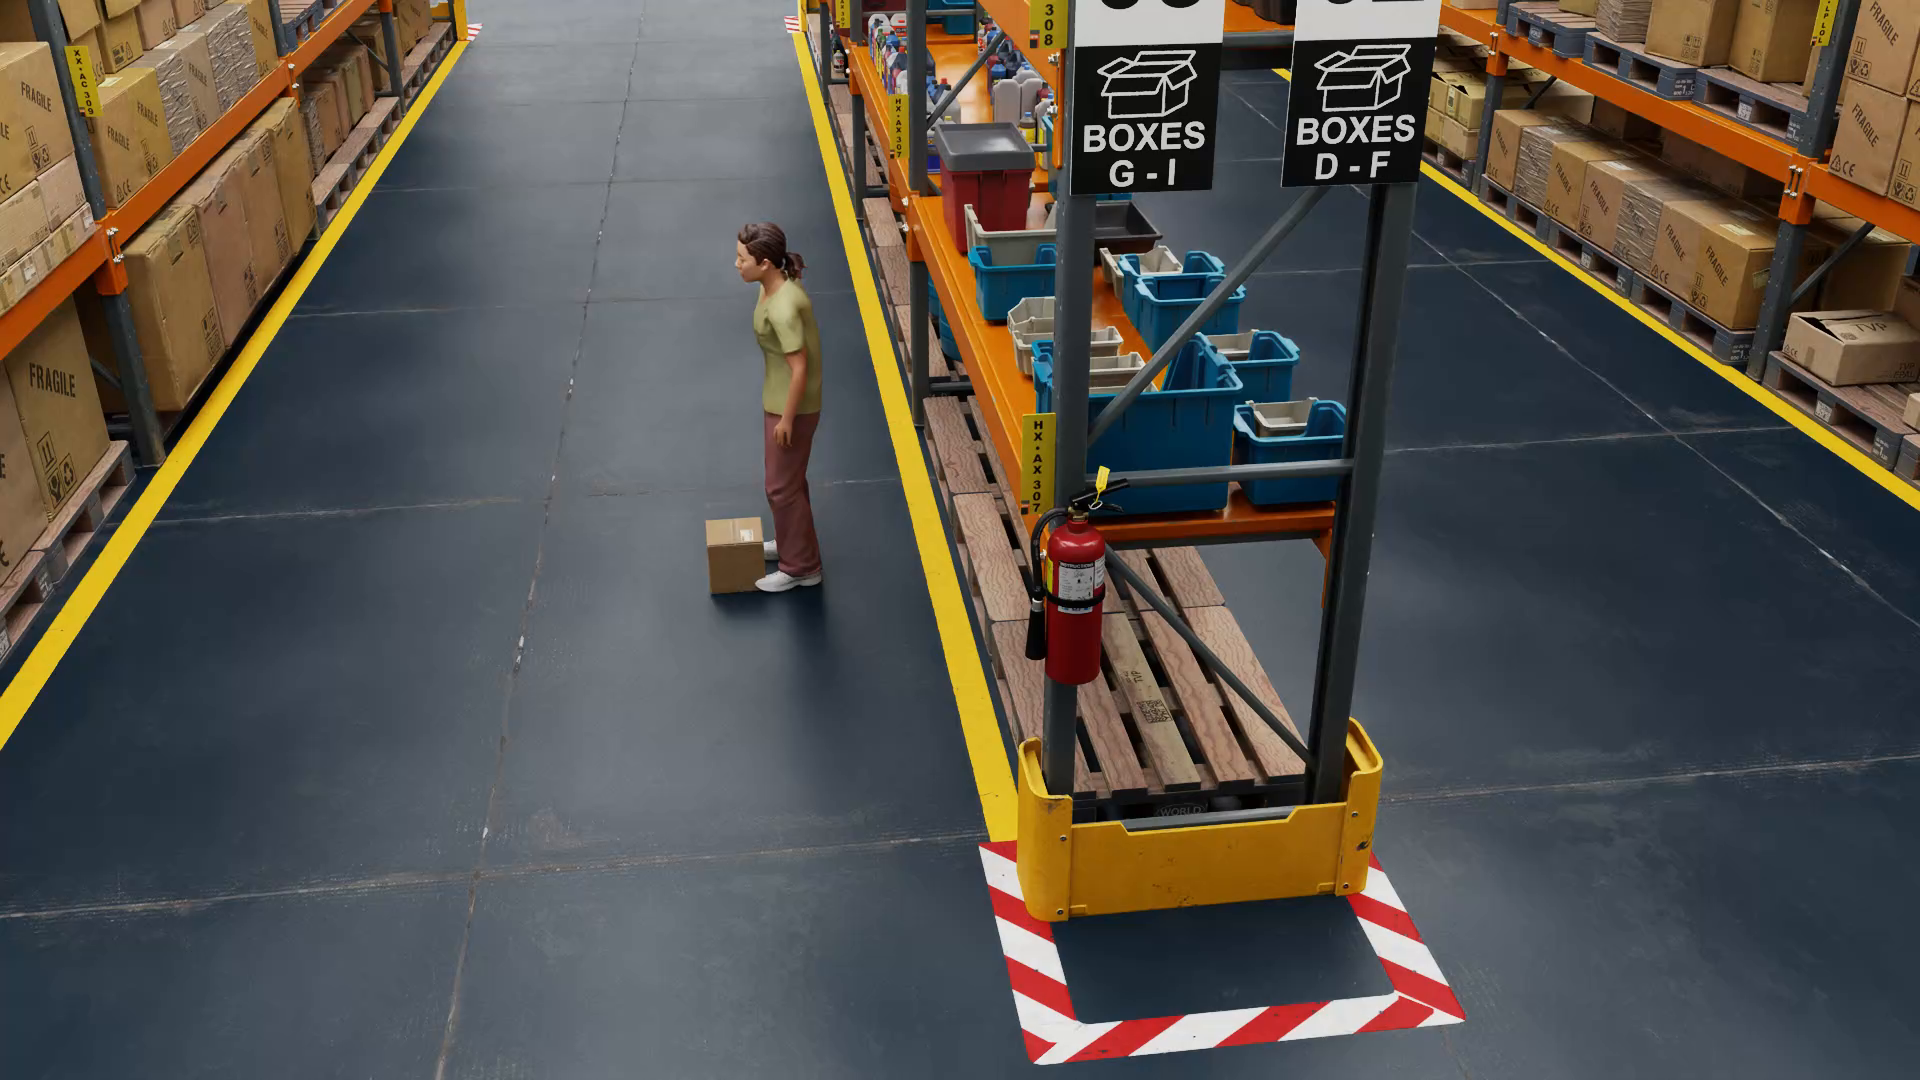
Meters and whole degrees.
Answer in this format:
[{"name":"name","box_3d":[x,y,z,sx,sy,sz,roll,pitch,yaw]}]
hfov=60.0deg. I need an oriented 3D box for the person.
[{"name":"person","box_3d":[-0.772,-0.475,7.299,0.349,1.437,0.515,-5,28,-9]}]
